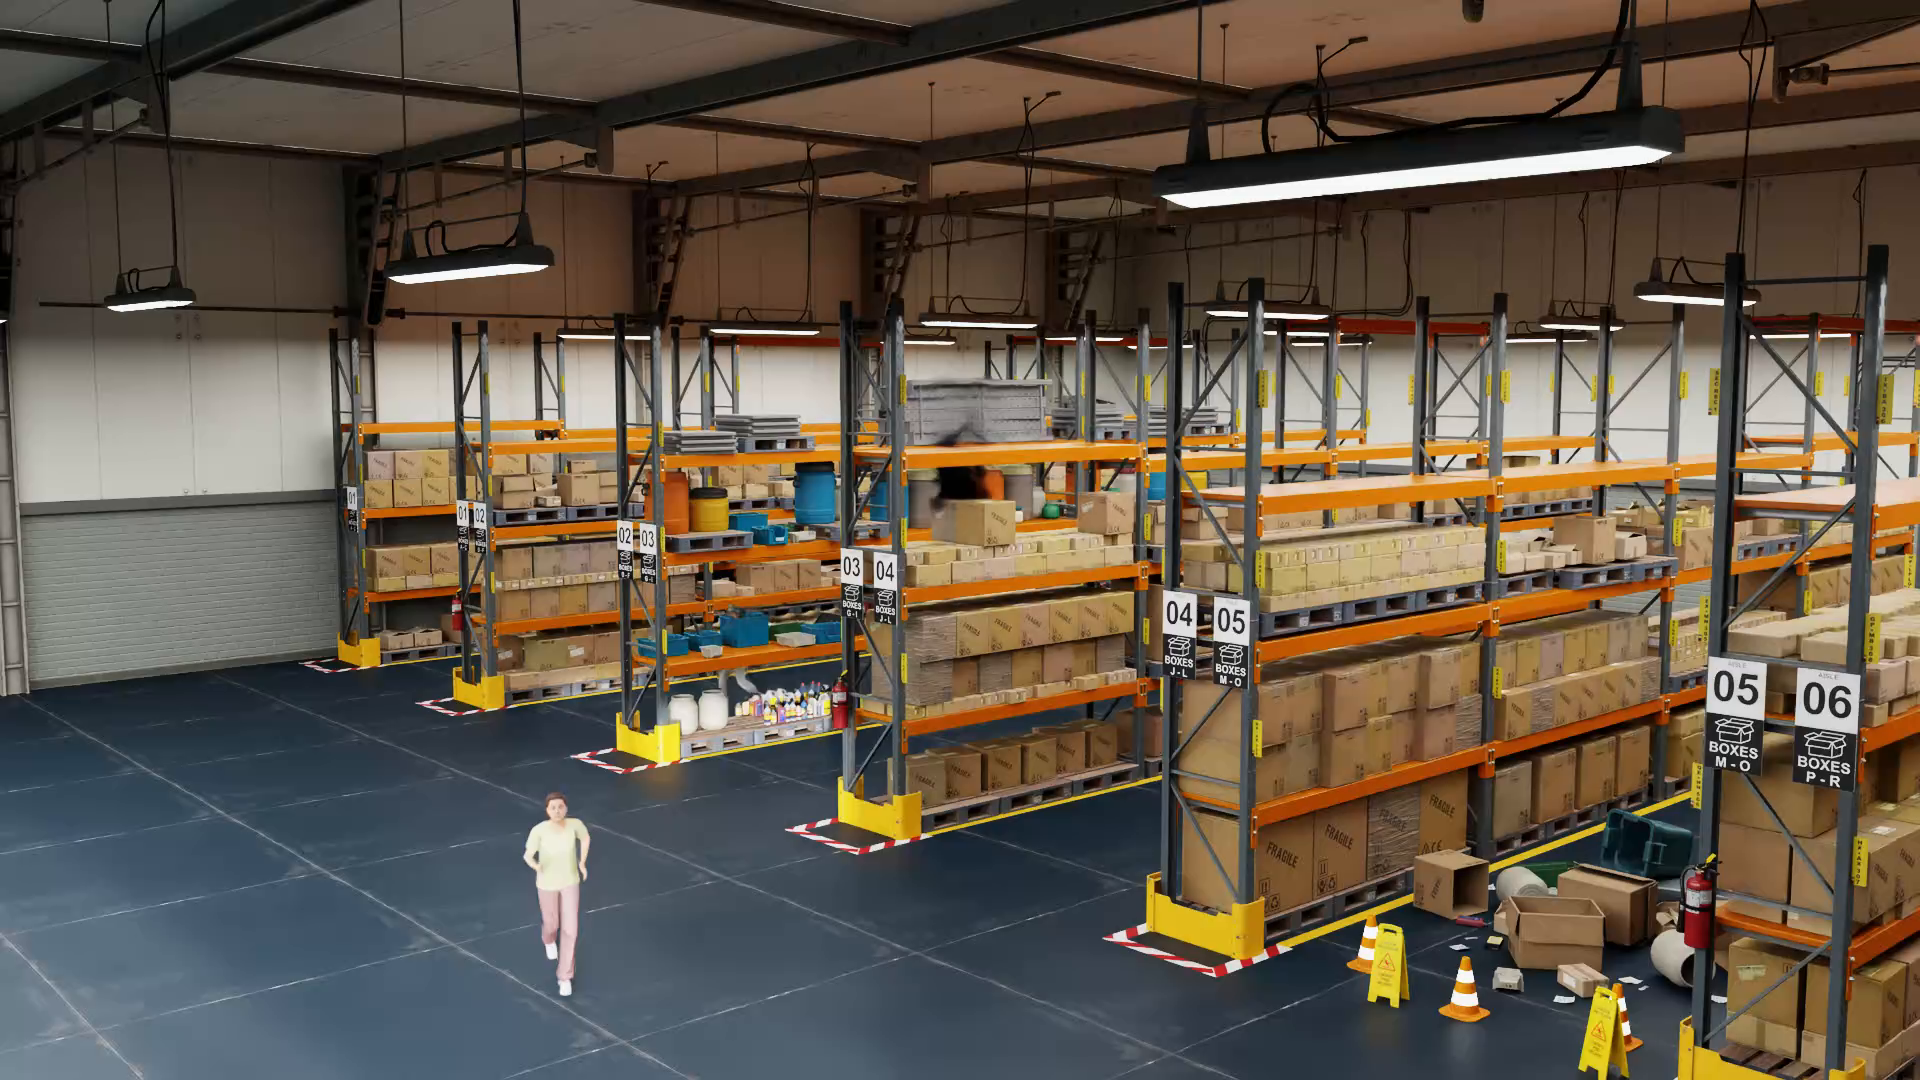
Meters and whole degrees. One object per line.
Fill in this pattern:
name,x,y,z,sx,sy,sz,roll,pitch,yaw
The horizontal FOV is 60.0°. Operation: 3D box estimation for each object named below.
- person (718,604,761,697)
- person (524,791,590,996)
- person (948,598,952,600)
person,-3.442,1.799,25.334,0.611,1.682,0.940,5,7,41
person,-3.434,2.939,14.183,0.547,1.656,0.926,-2,6,-17
person,-0.011,1.371,29.726,0.672,1.732,0.592,5,7,40
